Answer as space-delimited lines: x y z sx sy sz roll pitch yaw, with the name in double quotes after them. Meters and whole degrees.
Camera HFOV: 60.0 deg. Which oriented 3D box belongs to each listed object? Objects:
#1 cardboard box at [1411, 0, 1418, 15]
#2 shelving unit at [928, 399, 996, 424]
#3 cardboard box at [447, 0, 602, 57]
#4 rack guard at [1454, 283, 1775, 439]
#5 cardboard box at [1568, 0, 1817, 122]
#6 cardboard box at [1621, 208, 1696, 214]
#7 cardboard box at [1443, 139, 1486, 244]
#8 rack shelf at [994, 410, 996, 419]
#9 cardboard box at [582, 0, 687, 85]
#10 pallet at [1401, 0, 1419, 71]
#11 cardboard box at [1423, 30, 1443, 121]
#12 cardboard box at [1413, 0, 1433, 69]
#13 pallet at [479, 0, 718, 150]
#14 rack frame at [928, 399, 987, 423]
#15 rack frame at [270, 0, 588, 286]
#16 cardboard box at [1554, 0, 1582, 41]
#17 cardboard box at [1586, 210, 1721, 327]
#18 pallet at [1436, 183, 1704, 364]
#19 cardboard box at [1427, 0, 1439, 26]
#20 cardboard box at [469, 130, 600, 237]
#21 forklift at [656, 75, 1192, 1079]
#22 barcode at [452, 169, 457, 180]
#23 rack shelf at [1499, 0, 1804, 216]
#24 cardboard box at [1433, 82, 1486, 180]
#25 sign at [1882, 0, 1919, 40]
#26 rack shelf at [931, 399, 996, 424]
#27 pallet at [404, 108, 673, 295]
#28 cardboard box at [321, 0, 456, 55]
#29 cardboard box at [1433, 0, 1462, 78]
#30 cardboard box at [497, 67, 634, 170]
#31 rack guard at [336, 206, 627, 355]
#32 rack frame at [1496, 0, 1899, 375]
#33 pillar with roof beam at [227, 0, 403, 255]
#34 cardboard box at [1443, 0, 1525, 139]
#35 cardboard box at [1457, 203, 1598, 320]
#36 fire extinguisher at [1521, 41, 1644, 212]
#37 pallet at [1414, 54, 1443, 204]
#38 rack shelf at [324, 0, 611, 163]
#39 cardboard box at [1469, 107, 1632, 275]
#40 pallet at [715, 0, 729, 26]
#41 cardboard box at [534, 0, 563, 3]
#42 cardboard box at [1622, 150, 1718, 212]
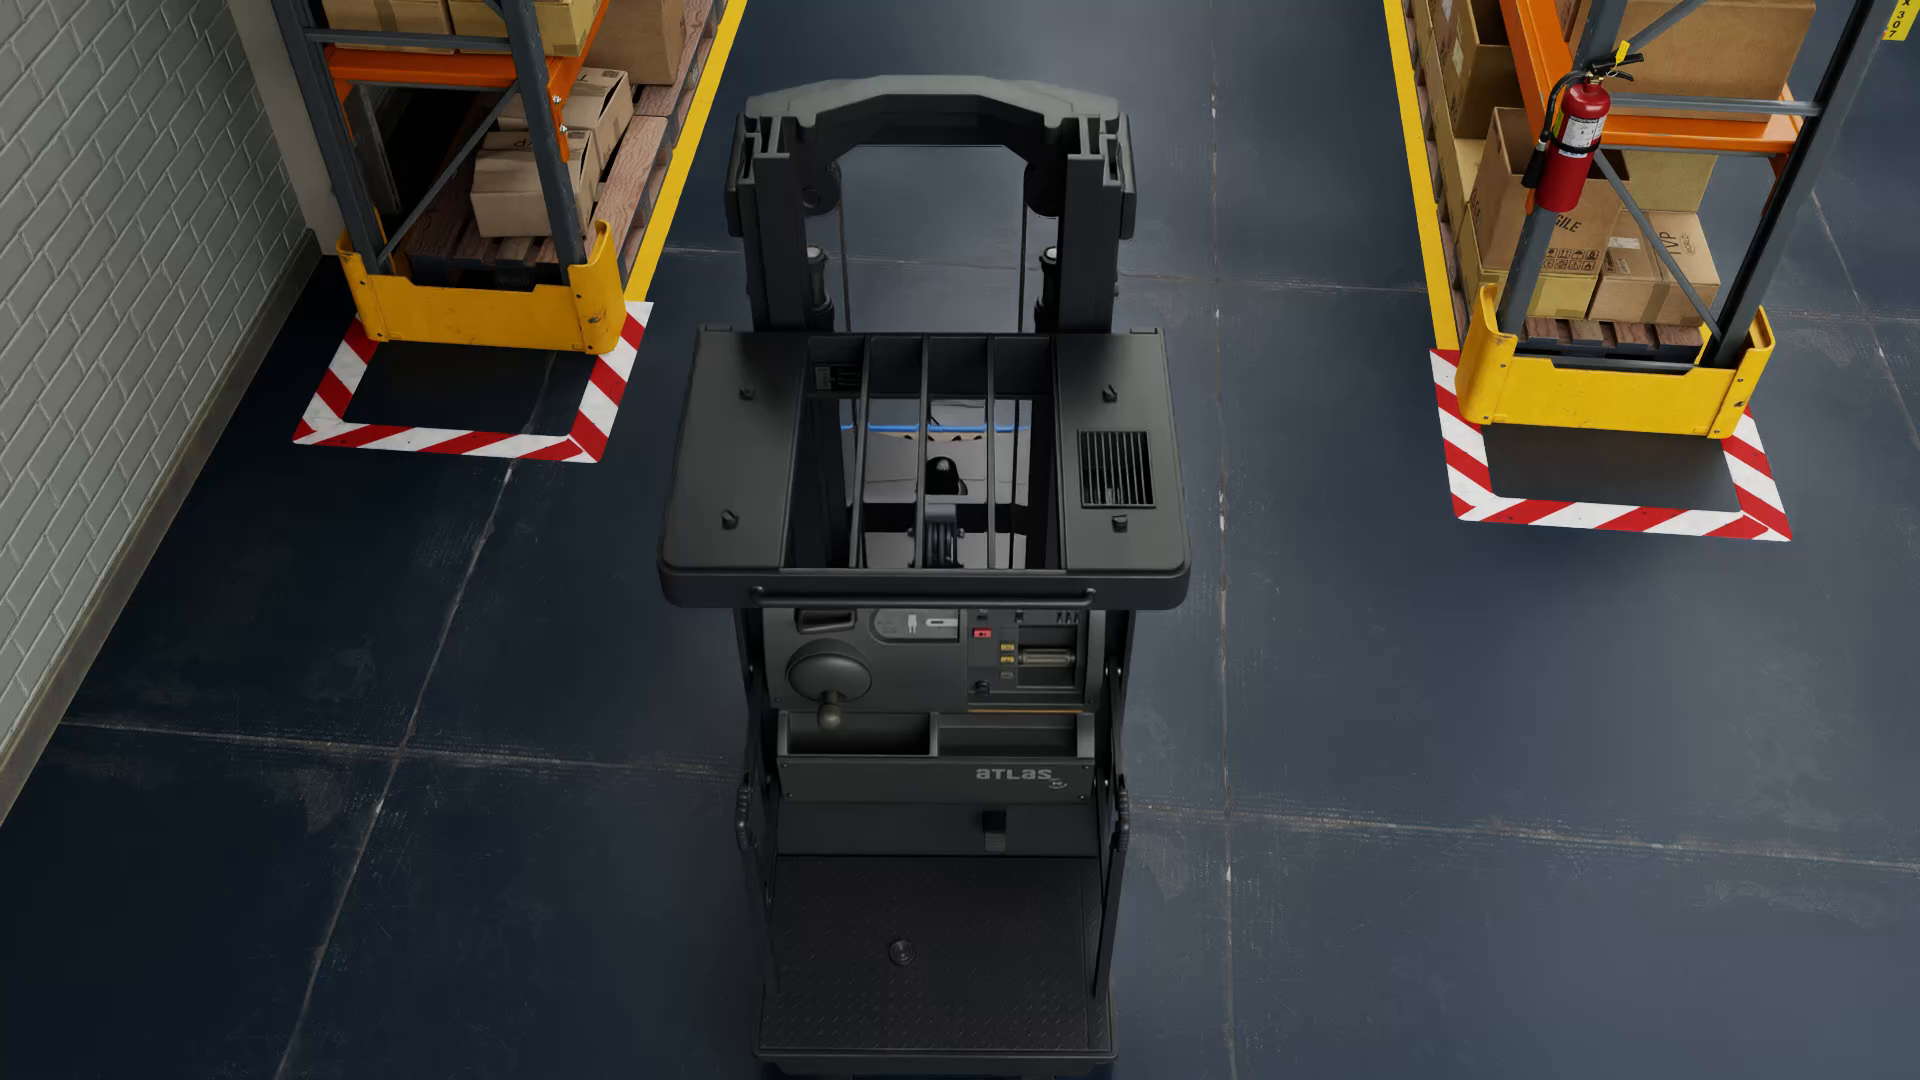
2.754 -3.094 9.152 0.500 0.250 0.500 4 48 4 "cardboard box"
0.001 -0.310 6.449 0.258 0.900 0.210 4 48 4 "shelving unit"
-1.788 -2.252 6.891 0.500 0.250 0.500 3 48 2 "cardboard box"
2.782 -0.767 7.139 1.175 0.500 0.348 4 48 4 "rack guard"
2.840 -2.005 6.509 0.700 0.500 0.500 4 48 4 "cardboard box"
3.097 -1.589 7.776 0.500 0.250 0.500 4 48 4 "cardboard box"
2.573 -1.625 7.808 0.500 0.250 0.500 4 48 4 "cardboard box"
0.001 -0.409 6.341 0.258 0.077 0.200 4 48 4 "rack shelf"
-1.828 -2.721 8.628 0.700 0.500 0.500 1 48 1 "cardboard box"
3.035 -3.045 9.418 1.003 0.211 1.213 4 48 4 "pallet"
2.664 -2.359 8.480 0.500 0.250 0.500 4 48 4 "cardboard box"
2.704 -2.727 8.816 0.500 0.250 0.500 4 48 4 "cardboard box"
-1.919 -2.563 8.977 1.003 0.211 1.213 4 48 4 "pallet"
-0.009 -0.235 6.381 0.240 0.900 0.006 4 48 4 "rack frame"
-2.149 -1.959 6.535 1.000 3.000 0.127 4 48 4 "rack frame"
2.883 -2.391 6.862 0.700 0.500 0.500 5 48 5 "cardboard box"
3.055 -1.222 7.439 0.500 0.250 0.500 4 48 4 "cardboard box"
2.813 -1.252 7.778 1.003 0.211 1.213 4 48 4 "pallet"
2.704 -2.980 8.540 0.500 0.500 0.500 4 48 4 "cardboard box"
-1.996 -1.703 7.824 0.500 0.311 0.500 -1 48 -1 "cardboard box"
-0.070 0.422 4.403 1.130 2.935 3.031 0 48 0 "forklift"
-2.393 -1.746 7.858 0.001 0.075 0.075 4 48 4 "barcode"
2.967 -2.856 7.842 1.077 0.370 4.000 4 48 4 "rack shelf"
2.617 -1.992 8.144 0.500 0.250 0.500 4 48 4 "cardboard box"
3.337 -1.906 5.846 0.100 0.325 0.005 4 48 4 "sign"
0.001 -0.469 6.275 0.258 0.077 0.200 4 48 4 "rack shelf"
-2.033 -1.668 8.159 1.003 0.211 1.213 4 48 4 "pallet"
-2.299 -2.272 6.909 0.500 0.250 0.500 4 48 4 "cardboard box"
2.661 -2.613 8.203 0.500 0.500 0.500 4 48 4 "cardboard box"
-1.944 -2.121 8.207 0.500 0.311 0.500 7 48 7 "cardboard box"
-2.142 -1.171 7.508 1.175 0.500 0.348 4 48 4 "rack guard"
2.785 -1.629 6.233 1.000 3.000 0.127 4 48 4 "rack frame"
1.341 -4.267 4.580 9.100 9.000 0.400 4 48 4 "pillar with roof beam"
2.614 -2.245 7.868 0.500 0.500 0.500 4 48 4 "cardboard box"
2.539 -1.256 7.471 0.500 0.250 0.500 4 48 4 "cardboard box"
2.311 -1.547 6.211 0.296 0.674 0.183 4 48 4 "fire extinguisher"
2.926 -2.146 8.596 1.003 0.211 1.213 4 48 4 "pallet"
-1.967 -3.186 8.145 1.077 0.370 4.000 4 48 4 "rack shelf"
2.537 -1.510 7.195 0.500 0.500 0.500 4 48 4 "cardboard box"
-1.810 -3.461 9.799 1.003 0.211 1.213 4 48 4 "pallet"
-1.806 -2.499 6.609 0.500 0.500 0.500 4 48 4 "cardboard box"
3.099 -1.842 7.499 0.500 0.500 0.500 4 48 4 "cardboard box"
